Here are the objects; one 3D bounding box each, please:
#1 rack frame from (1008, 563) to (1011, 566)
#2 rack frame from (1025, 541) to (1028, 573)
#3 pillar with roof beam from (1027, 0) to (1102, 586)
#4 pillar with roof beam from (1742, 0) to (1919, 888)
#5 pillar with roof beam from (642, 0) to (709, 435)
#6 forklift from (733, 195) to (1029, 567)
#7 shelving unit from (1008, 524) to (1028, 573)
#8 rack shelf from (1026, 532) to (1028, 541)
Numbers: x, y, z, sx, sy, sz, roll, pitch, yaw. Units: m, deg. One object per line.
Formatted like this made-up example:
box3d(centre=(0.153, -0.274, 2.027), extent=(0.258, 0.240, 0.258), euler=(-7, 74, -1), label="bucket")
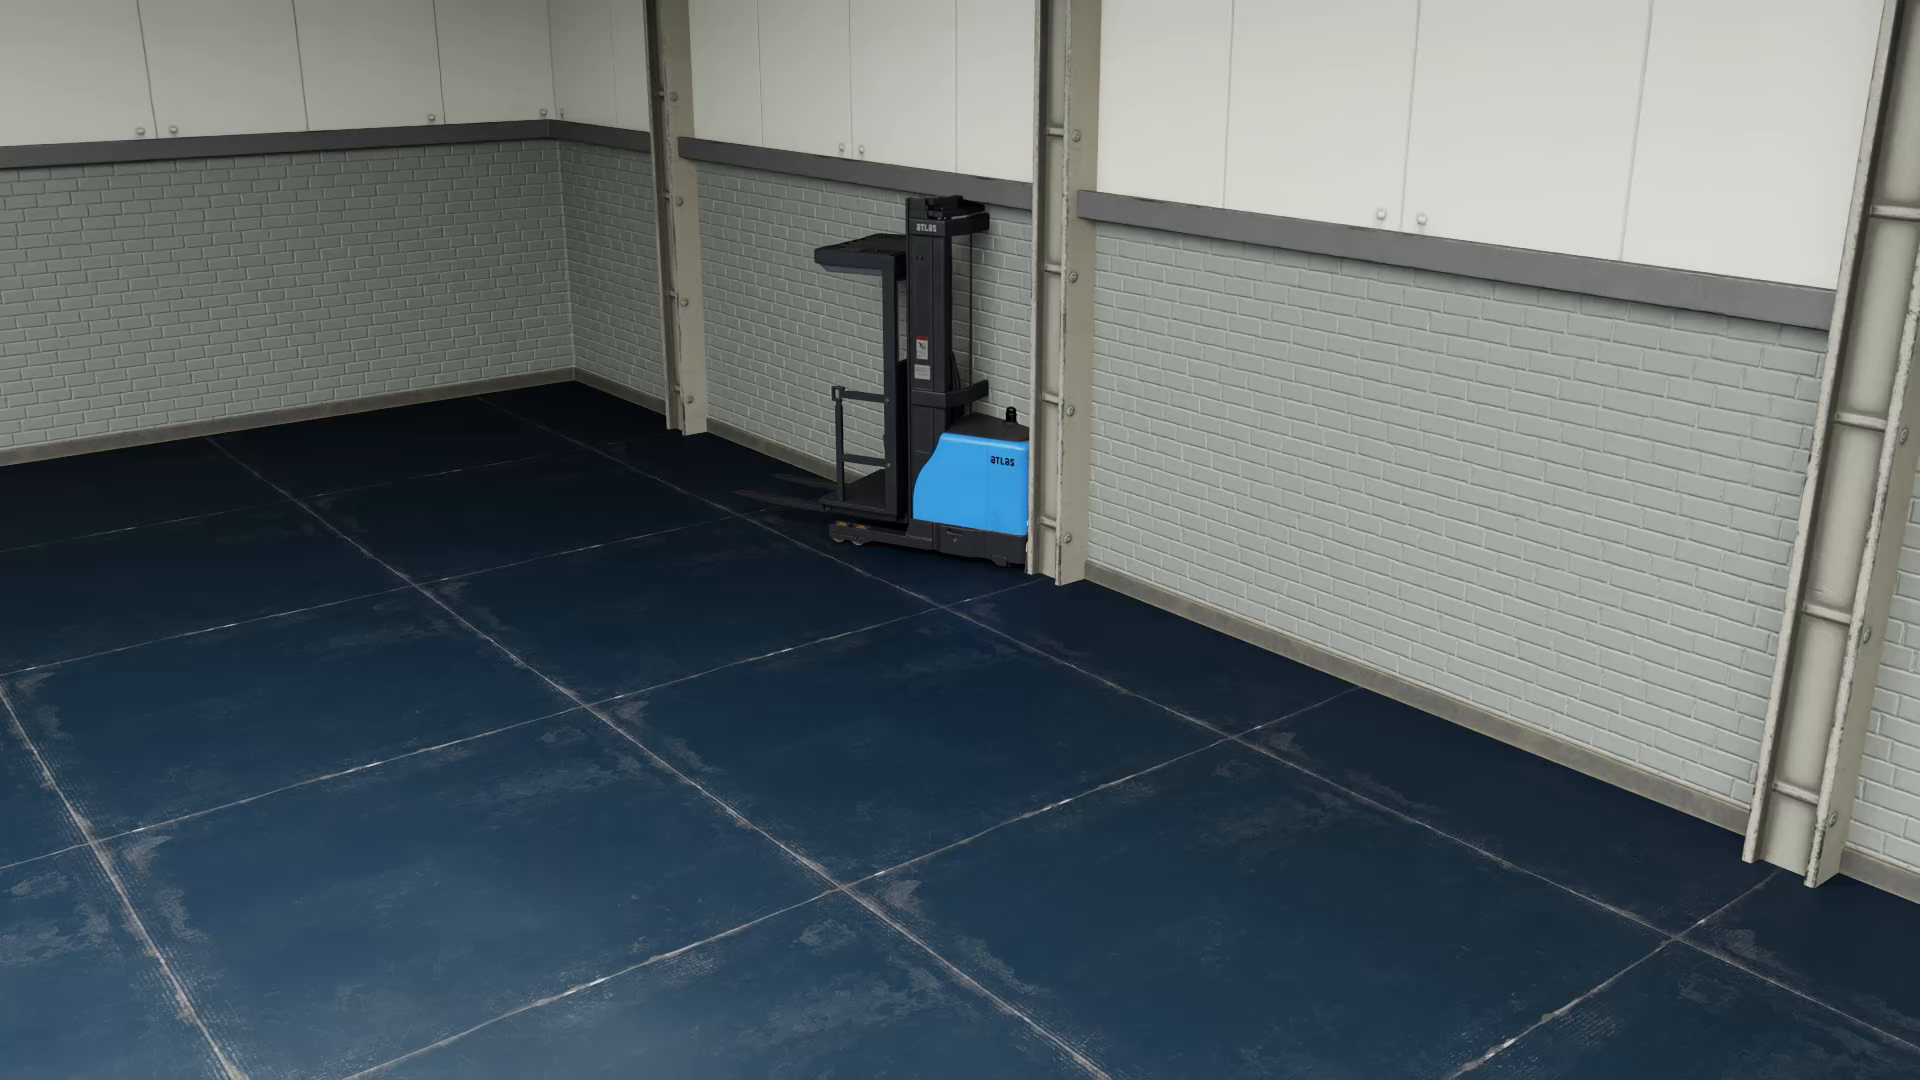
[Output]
box3d(centre=(0.528, -0.211, 13.665), extent=(0.240, 0.900, 0.006), euler=(-8, 20, -38), label="rack frame")
box3d(centre=(0.655, -0.160, 13.515), extent=(0.240, 0.900, 0.006), euler=(-8, 20, -38), label="rack frame")
box3d(centre=(-2.586, -3.146, 9.546), extent=(9.100, 9.000, 0.400), euler=(-14, 23, -36), label="pillar with roof beam")
box3d(centre=(1.139, -1.667, 5.081), extent=(9.100, 9.000, 0.400), euler=(-14, 23, -36), label="pillar with roof beam")
box3d(centre=(-6.312, -4.624, 14.011), extent=(9.100, 9.000, 0.400), euler=(-14, 23, -36), label="pillar with roof beam")
box3d(centre=(-0.553, -1.483, 14.179), extent=(3.031, 2.935, 1.130), euler=(9, 21, 26), label="forklift")
box3d(centre=(0.592, -0.186, 13.590), extent=(0.258, 0.900, 0.210), euler=(-8, 20, -38), label="shelving unit")
box3d(centre=(0.582, -0.067, 13.623), extent=(0.258, 0.077, 0.200), euler=(-8, 20, -38), label="rack shelf")
